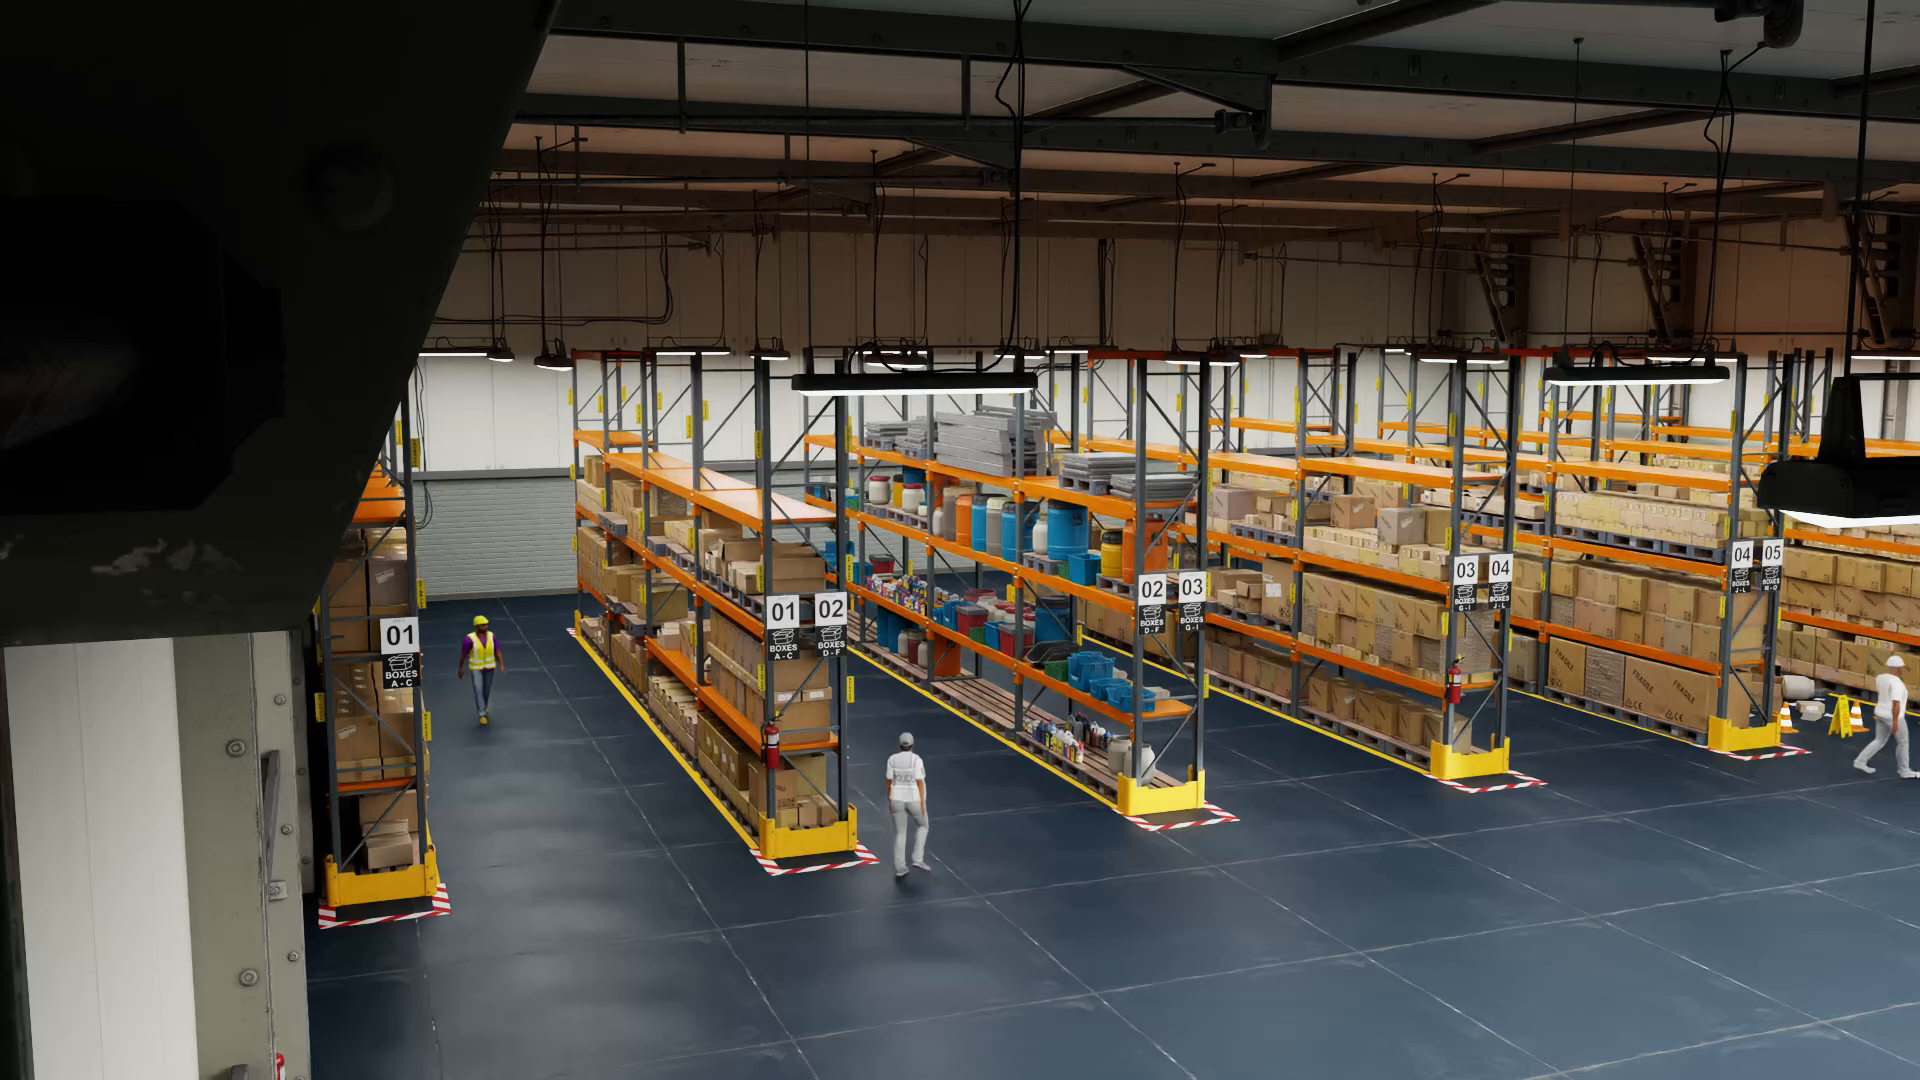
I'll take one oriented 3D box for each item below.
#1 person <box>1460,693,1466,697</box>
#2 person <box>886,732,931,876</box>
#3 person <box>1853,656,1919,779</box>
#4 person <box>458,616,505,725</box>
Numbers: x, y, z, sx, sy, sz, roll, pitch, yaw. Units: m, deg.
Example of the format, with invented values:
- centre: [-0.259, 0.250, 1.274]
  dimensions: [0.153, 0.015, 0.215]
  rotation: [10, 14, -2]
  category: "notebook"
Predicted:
- centre: [8.420, 1.840, 29.034]
  dimensions: [0.569, 1.727, 0.959]
  rotation: [-2, 7, -13]
  category: "person"
- centre: [-0.633, 3.105, 19.498]
  dimensions: [0.512, 1.681, 0.533]
  rotation: [2, 7, 14]
  category: "person"
- centre: [13.288, 2.526, 23.771]
  dimensions: [0.858, 1.752, 0.585]
  rotation: [-1, 7, -6]
  category: "person"
- centre: [-7.811, 2.088, 27.172]
  dimensions: [0.694, 1.705, 1.079]
  rotation: [-4, 8, -29]
  category: "person"
